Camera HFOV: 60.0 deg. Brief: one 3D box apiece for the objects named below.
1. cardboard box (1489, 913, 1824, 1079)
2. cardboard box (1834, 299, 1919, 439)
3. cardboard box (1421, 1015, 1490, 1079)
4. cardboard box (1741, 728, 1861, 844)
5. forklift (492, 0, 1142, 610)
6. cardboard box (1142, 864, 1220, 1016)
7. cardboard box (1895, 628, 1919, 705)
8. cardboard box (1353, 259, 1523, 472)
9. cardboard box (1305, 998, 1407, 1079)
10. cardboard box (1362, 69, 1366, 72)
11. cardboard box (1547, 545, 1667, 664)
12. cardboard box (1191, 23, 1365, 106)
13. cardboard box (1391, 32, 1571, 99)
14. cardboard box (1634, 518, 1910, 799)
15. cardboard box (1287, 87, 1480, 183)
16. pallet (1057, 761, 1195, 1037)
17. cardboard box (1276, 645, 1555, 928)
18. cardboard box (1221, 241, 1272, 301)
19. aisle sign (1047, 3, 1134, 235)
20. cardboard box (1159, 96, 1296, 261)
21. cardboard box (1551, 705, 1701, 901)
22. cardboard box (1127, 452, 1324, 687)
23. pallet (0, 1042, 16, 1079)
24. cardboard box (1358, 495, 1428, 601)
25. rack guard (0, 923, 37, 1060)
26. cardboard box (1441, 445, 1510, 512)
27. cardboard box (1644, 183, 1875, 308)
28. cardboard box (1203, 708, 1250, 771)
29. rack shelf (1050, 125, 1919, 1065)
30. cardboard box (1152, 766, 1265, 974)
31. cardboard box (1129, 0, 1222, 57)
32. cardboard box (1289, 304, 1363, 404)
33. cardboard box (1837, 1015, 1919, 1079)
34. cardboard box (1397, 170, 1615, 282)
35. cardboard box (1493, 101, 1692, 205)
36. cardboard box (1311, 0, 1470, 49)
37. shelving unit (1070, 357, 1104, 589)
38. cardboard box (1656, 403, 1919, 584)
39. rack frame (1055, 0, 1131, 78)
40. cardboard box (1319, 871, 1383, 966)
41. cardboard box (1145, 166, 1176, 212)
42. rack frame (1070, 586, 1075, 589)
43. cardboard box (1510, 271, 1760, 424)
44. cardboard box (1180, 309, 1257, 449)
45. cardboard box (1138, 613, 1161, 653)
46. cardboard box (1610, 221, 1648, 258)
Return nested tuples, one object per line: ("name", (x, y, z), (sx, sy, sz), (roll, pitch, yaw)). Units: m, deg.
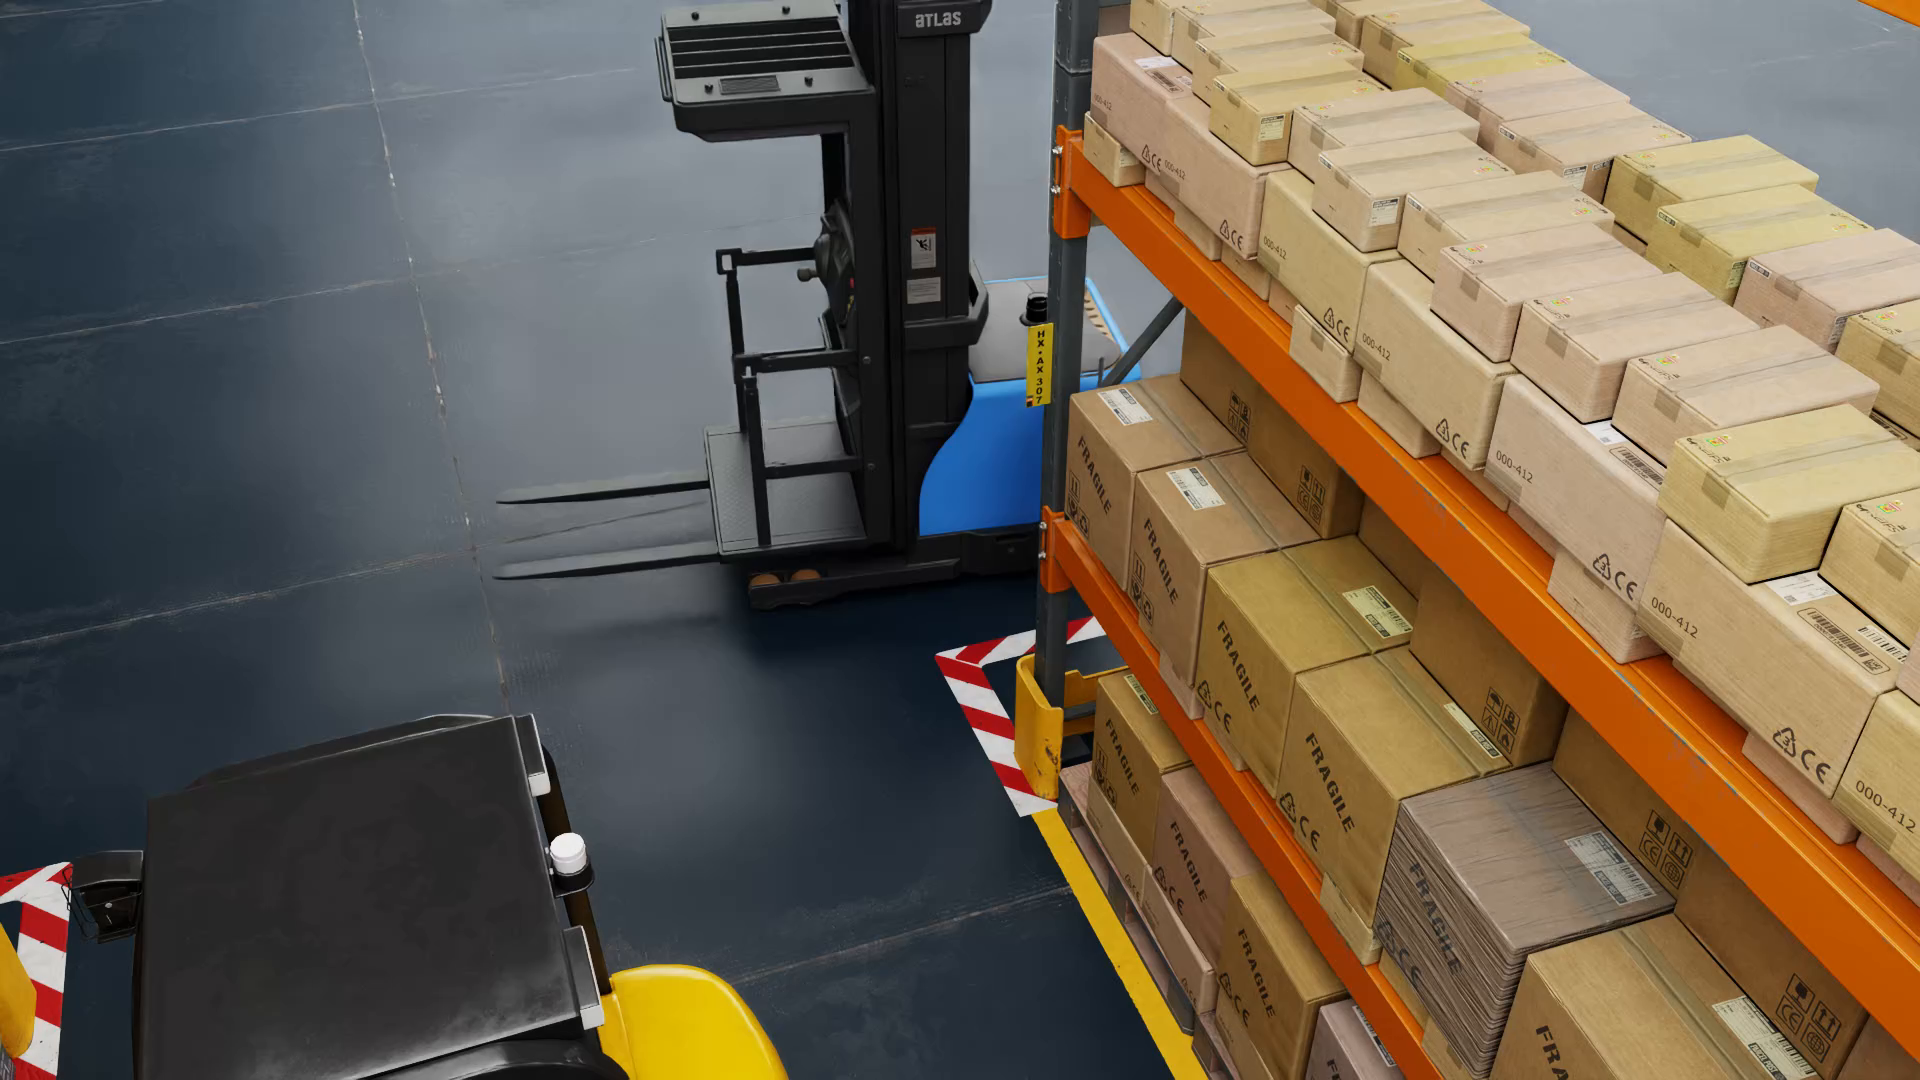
("cardboard box", (1.599, 1.232, 3.791), (0.500, 0.500, 0.500), (-11, 38, -14))
("cardboard box", (1.969, -0.358, 3.284), (0.380, 0.149, 0.250), (-14, 39, -17))
("cardboard box", (1.419, 1.288, 4.255), (0.380, 0.149, 0.250), (-13, 39, -17))
("cardboard box", (1.659, 0.367, 2.986), (0.380, 0.149, 0.250), (-12, 39, -15))
("forklift", (-0.731, -1.190, 7.394), (3.031, 2.935, 1.130), (-7, 38, -9))
("cardboard box", (0.979, 1.354, 5.896), (0.500, 0.250, 0.500), (-11, 38, -14))
("cardboard box", (1.693, 0.199, 2.546), (0.380, 0.149, 0.250), (-13, 39, -17))
("cardboard box", (1.238, -0.431, 3.713), (0.500, 0.250, 0.500), (-12, 39, -15))
("cardboard box", (1.360, 1.657, 4.870), (0.500, 0.500, 0.500), (-10, 38, -14))
("cardboard box", (1.221, -1.404, 5.005), (0.500, 0.250, 0.500), (-13, 39, -17))
("cardboard box", (1.433, 0.083, 3.363), (0.380, 0.149, 0.250), (-11, 38, -15))
("cardboard box", (0.853, -1.260, 4.483), (0.380, 0.149, 0.250), (-12, 39, -16))
("cardboard box", (1.382, -1.218, 4.427), (0.380, 0.149, 0.250), (-12, 39, -16))
("cardboard box", (1.589, 0.144, 2.950), (0.500, 0.250, 0.500), (-13, 39, -17))
("cardboard box", (1.044, -0.983, 4.115), (0.380, 0.149, 0.250), (-13, 39, -16))
("pallet", (1.065, 1.243, 6.424), (1.003, 0.211, 1.213), (-12, 39, -16))
("cardboard box", (1.235, 0.652, 4.562), (0.500, 0.500, 0.500), (-13, 39, -17))
("cardboard box", (0.943, -0.802, 4.537), (0.380, 0.149, 0.250), (-13, 39, -16))
("aisle sign", (0.480, -1.389, 5.440), (0.394, 0.787, 0.004), (-12, 39, -16))
("cardboard box", (0.879, -1.011, 4.484), (0.500, 0.250, 0.500), (-13, 39, -17))
("cardboard box", (1.918, 0.446, 4.004), (0.700, 0.500, 0.500), (-13, 39, -17))
("cardboard box", (0.876, 0.078, 5.322), (0.500, 0.500, 0.500), (-11, 38, -15))
("pallet", (-3.564, 2.187, 5.171), (1.003, 0.211, 1.213), (-12, 39, -16))
("cardboard box", (1.612, -0.140, 4.782), (0.700, 0.500, 0.500), (-13, 39, -16))
("rack guard", (-3.875, 1.635, 5.664), (1.175, 0.500, 0.348), (-12, 39, -16))
("cardboard box", (1.331, -0.226, 3.773), (0.380, 0.149, 0.250), (-13, 39, -16))
("cardboard box", (1.754, -0.643, 3.664), (0.380, 0.149, 0.250), (-12, 39, -15))
("cardboard box", (0.995, 0.554, 5.231), (0.380, 0.149, 0.250), (-11, 38, -15))
("rack shelf", (1.481, -0.161, 4.075), (1.077, 0.370, 4.000), (-12, 39, -16))
("cardboard box", (1.003, 1.072, 5.647), (0.500, 0.500, 0.500), (-14, 39, -18))
("cardboard box", (0.723, -1.553, 4.872), (0.380, 0.149, 0.250), (-13, 39, -16))
("cardboard box", (1.050, -0.494, 4.128), (0.380, 0.149, 0.250), (-12, 39, -15))
("cardboard box", (2.221, 1.028, 3.230), (0.700, 0.500, 0.500), (-13, 39, -16))
("cardboard box", (1.217, -0.687, 3.722), (0.380, 0.149, 0.250), (-12, 39, -15))
("cardboard box", (1.525, -0.925, 4.038), (0.380, 0.149, 0.250), (-14, 39, -17))
("cardboard box", (1.239, -1.513, 4.818), (0.380, 0.149, 0.250), (-12, 39, -15))
("shelving unit", (0.547, -0.253, 7.589), (0.258, 1.200, 0.189), (-11, 38, -14))
("cardboard box", (1.475, -0.086, 2.924), (0.380, 0.149, 0.250), (-11, 38, -15))
("rack frame", (0.792, -2.776, 4.456), (1.000, 3.000, 0.127), (-12, 39, -16))
("cardboard box", (1.237, 1.000, 4.638), (0.380, 0.149, 0.250), (-12, 39, -16))
("cardboard box", (0.776, -1.093, 4.924), (0.380, 0.149, 0.250), (-14, 39, -17))
("rack frame", (0.574, -0.200, 7.519), (0.240, 1.200, 0.006), (-11, 38, -14))
("cardboard box", (1.345, -0.389, 3.327), (0.380, 0.149, 0.250), (-12, 39, -15))
("cardboard box", (1.173, -0.695, 5.518), (0.700, 0.500, 0.500), (-13, 39, -17))
("cardboard box", (0.830, 0.262, 5.618), (0.380, 0.149, 0.250), (-14, 39, -17))
("cardboard box", (1.752, -0.542, 3.861), (0.500, 0.250, 0.500), (-12, 39, -16))
